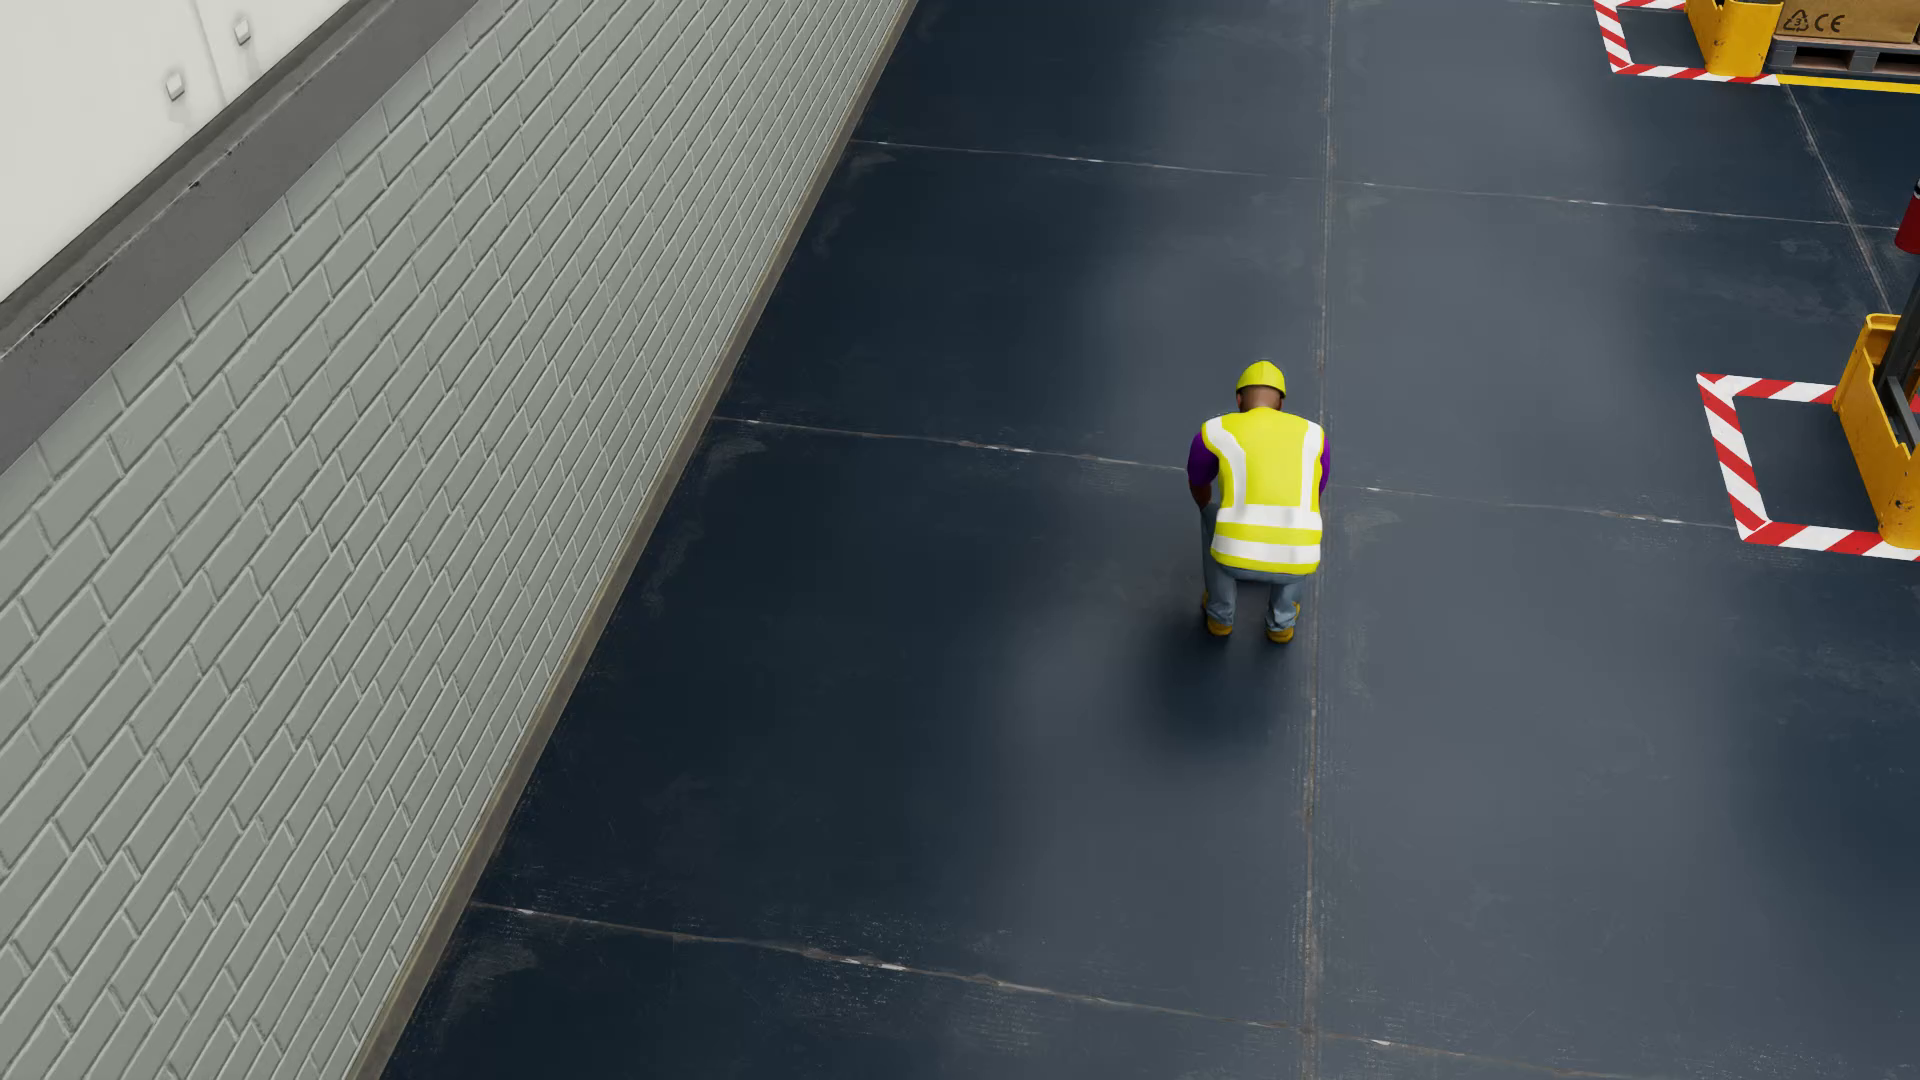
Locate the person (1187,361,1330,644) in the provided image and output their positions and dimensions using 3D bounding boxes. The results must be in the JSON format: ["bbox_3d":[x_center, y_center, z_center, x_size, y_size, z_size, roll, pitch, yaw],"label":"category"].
[{"bbox_3d":[1.219,-0.130,6.893,0.584,0.995,0.878,6,41,7],"label":"person"}]
